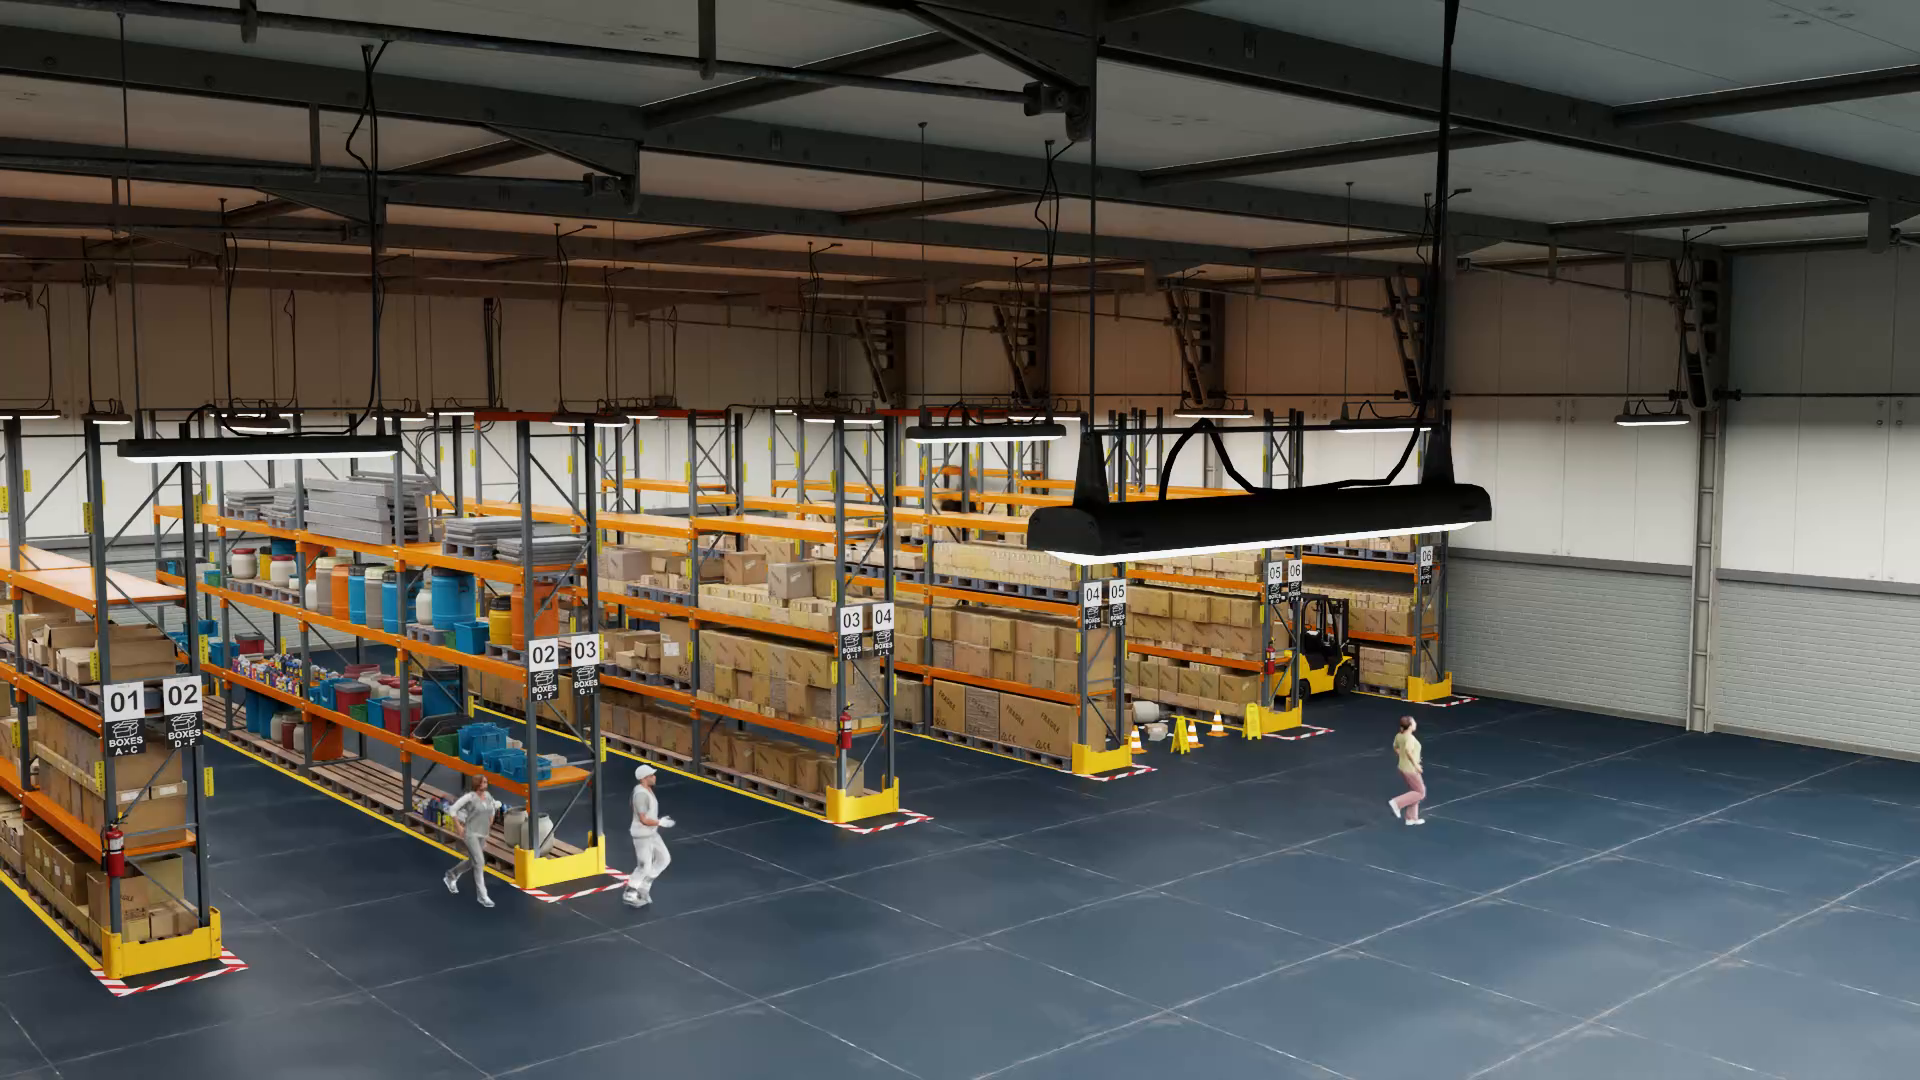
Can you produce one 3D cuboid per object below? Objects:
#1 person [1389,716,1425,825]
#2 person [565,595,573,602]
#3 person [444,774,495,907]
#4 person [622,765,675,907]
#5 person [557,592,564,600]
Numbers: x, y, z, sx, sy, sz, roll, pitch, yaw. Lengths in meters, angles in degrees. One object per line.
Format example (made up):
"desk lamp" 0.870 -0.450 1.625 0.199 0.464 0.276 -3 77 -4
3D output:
"person" 6.546 3.379 24.380 0.597 1.624 0.582 -1 5 -14
"person" -9.405 2.081 39.776 0.603 1.540 0.623 1 5 9
"person" -6.057 3.707 20.793 0.886 1.580 0.580 2 6 26
"person" -3.814 3.647 20.539 0.620 1.781 0.689 0 5 -2
"person" -9.464 2.066 38.960 0.703 1.714 0.620 0 5 -2
